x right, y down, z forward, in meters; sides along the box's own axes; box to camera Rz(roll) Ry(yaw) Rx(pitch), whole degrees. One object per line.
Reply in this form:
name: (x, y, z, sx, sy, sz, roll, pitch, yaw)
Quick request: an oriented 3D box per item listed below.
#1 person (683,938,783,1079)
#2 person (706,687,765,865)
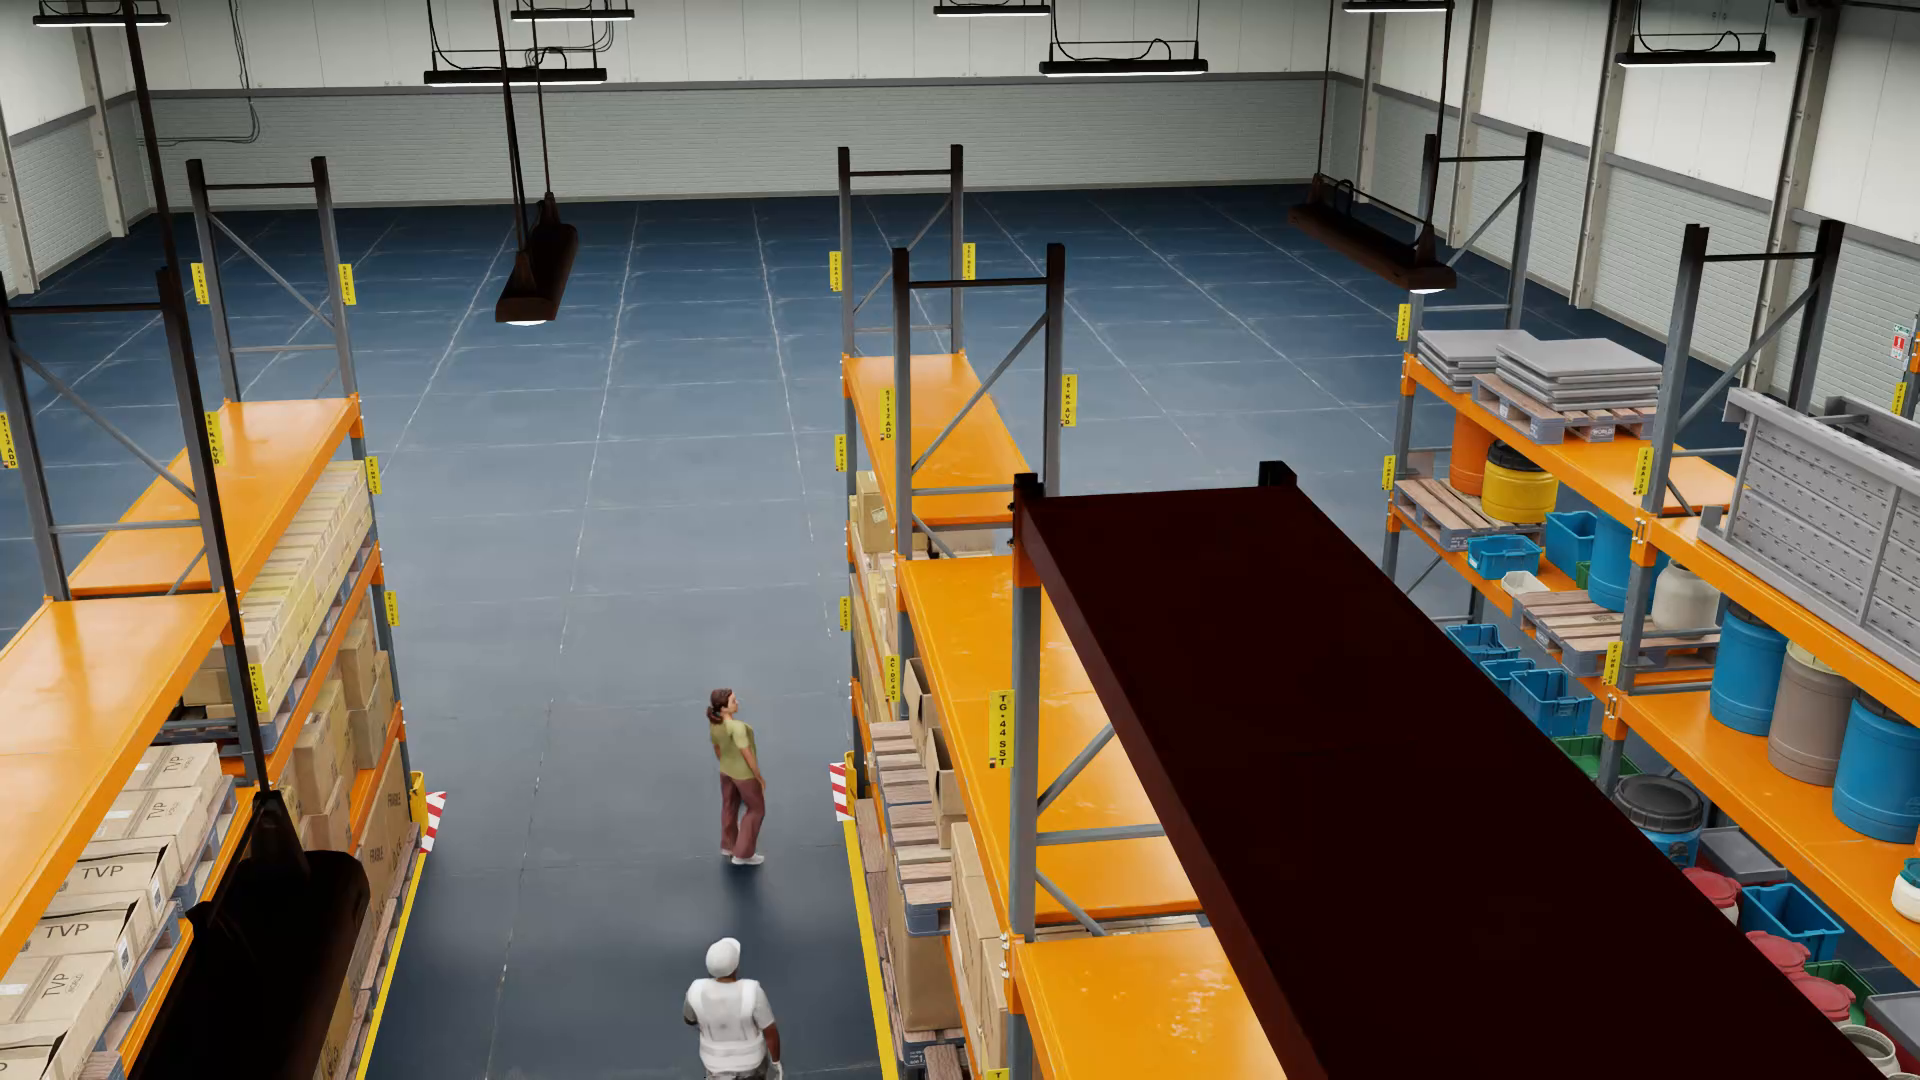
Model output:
person: (-1.480, 3.370, 10.871, 0.619, 1.805, 0.881, -3, 22, -8)
person: (-1.893, 2.024, 14.292, 0.536, 1.663, 0.435, 15, 26, 34)
